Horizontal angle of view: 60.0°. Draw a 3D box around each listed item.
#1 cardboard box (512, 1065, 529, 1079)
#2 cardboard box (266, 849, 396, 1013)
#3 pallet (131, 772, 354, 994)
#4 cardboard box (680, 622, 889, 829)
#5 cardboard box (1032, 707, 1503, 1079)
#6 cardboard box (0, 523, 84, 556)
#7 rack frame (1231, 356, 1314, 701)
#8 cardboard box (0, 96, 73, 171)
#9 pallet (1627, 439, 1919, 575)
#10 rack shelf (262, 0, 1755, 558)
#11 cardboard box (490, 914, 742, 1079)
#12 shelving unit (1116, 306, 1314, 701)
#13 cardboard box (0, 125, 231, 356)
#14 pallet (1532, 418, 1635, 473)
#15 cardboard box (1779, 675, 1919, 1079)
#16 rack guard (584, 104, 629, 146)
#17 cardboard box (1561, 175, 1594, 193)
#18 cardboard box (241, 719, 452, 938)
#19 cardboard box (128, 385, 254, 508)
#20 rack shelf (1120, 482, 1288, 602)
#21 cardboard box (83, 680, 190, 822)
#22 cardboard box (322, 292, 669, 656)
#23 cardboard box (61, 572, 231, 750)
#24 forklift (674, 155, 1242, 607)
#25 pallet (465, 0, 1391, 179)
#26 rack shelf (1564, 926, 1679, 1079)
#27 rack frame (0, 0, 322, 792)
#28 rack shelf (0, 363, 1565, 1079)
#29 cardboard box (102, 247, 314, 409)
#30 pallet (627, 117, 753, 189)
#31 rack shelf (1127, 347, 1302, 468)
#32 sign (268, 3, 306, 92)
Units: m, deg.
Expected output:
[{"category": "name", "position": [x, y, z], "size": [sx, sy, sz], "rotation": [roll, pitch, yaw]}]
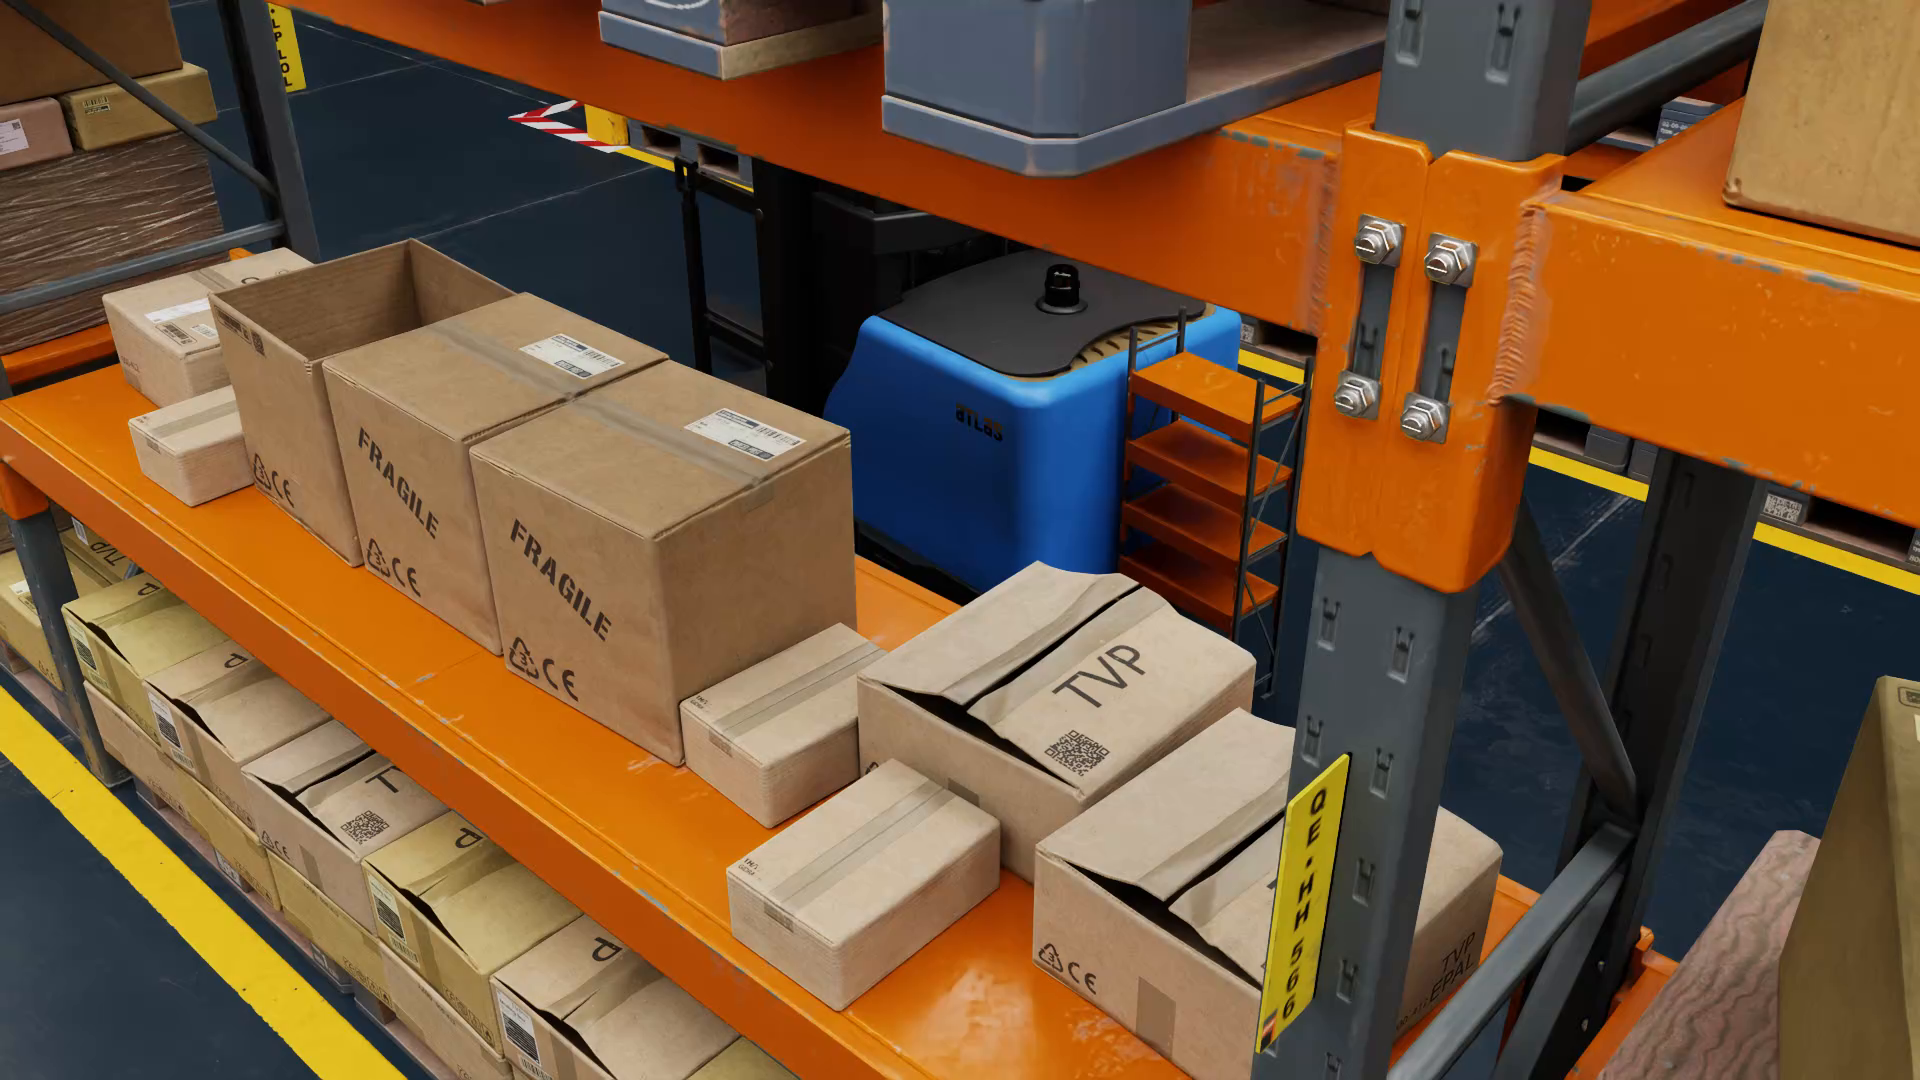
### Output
[{"category": "cardboard box", "position": [-0.607, 1.199, 3.608], "size": [0.500, 0.250, 0.500], "rotation": [26, 40, 36]}, {"category": "cardboard box", "position": [-1.366, 0.846, 4.195], "size": [0.500, 0.250, 0.500], "rotation": [24, 38, 34]}, {"category": "pallet", "position": [-1.691, 0.693, 4.895], "size": [1.213, 0.211, 1.003], "rotation": [25, 39, 35]}, {"category": "cardboard box", "position": [-0.281, 0.330, 3.037], "size": [0.380, 0.149, 0.250], "rotation": [-26, 40, -36]}, {"category": "cardboard box", "position": [0.462, 0.538, 2.535], "size": [0.500, 0.311, 0.500], "rotation": [-27, 40, -37]}, {"category": "cardboard box", "position": [-3.118, 0.002, 5.597], "size": [0.500, 0.250, 0.500], "rotation": [25, 39, 35]}, {"category": "rack frame", "position": [0.928, 0.026, 5.043], "size": [0.240, 1.200, 0.015], "rotation": [-25, 39, -35]}, {"category": "cardboard box", "position": [-2.608, -1.075, 4.401], "size": [0.250, 0.149, 0.380], "rotation": [25, 39, 35]}, {"category": "pallet", "position": [3.446, -0.330, 6.593], "size": [1.213, 0.211, 1.003], "rotation": [25, 39, 35]}, {"category": "rack shelf", "position": [-0.780, -1.027, 2.836], "size": [4.000, 0.370, 1.077], "rotation": [25, 39, 35]}, {"category": "cardboard box", "position": [-0.613, 0.960, 3.462], "size": [0.500, 0.311, 0.500], "rotation": [25, 39, 35]}, {"category": "shelving unit", "position": [0.766, -0.068, 5.199], "size": [0.258, 1.200, 0.503], "rotation": [-25, 39, -35]}, {"category": "cardboard box", "position": [-2.596, -0.936, 4.800], "size": [0.500, 0.500, 0.700], "rotation": [24, 38, 34]}, {"category": "pallet", "position": [2.545, -0.752, 7.294], "size": [1.213, 0.211, 1.003], "rotation": [25, 39, 35]}, {"category": "cardboard box", "position": [1.245, 0.594, 1.850], "size": [0.500, 0.500, 0.700], "rotation": [12, 33, 19]}, {"category": "rack guard", "position": [-1.851, -2.925, 10.624], "size": [0.348, 0.500, 1.175], "rotation": [25, 39, 35]}, {"category": "cardboard box", "position": [2.690, -1.319, 6.802], "size": [0.500, 0.250, 0.500], "rotation": [25, 39, 35]}, {"category": "cardboard box", "position": [-1.372, 0.608, 4.047], "size": [0.500, 0.311, 0.500], "rotation": [24, 38, 34]}, {"category": "cardboard box", "position": [-1.743, -0.250, 4.000], "size": [0.250, 0.149, 0.380], "rotation": [25, 39, 35]}, {"category": "rack shelf", "position": [0.766, -0.010, 5.234], "size": [0.258, 0.148, 0.480], "rotation": [-25, 39, -35]}, {"category": "cardboard box", "position": [-2.130, 0.490, 4.786], "size": [0.500, 0.250, 0.500], "rotation": [24, 38, 34]}, {"category": "cardboard box", "position": [-0.943, -0.157, 3.506], "size": [0.500, 0.500, 0.500], "rotation": [25, 39, 35]}, {"category": "cardboard box", "position": [-2.124, 0.254, 4.635], "size": [0.500, 0.311, 0.500], "rotation": [25, 39, 35]}, {"category": "forklift", "position": [-0.416, -1.496, 5.893], "size": [1.130, 2.935, 3.031], "rotation": [-25, 39, -35]}, {"category": "pallet", "position": [0.139, -0.763, 1.883], "size": [1.003, 0.211, 1.213], "rotation": [27, 40, 37]}, {"category": "rack shelf", "position": [2.186, 1.643, 1.310], "size": [4.000, 0.370, 1.077], "rotation": [25, 39, 35]}, {"category": "rack frame", "position": [-2.263, -0.742, 4.574], "size": [0.127, 3.000, 1.000], "rotation": [25, 39, 35]}, {"category": "rack shelf", "position": [-0.780, 0.258, 3.610], "size": [4.000, 0.370, 1.077], "rotation": [25, 39, 35]}, {"category": "cardboard box", "position": [-1.869, -0.524, 4.358], "size": [0.500, 0.250, 0.500], "rotation": [-27, 40, -37]}, {"category": "pallet", "position": [-1.273, -2.506, 10.209], "size": [1.213, 0.211, 1.003], "rotation": [25, 39, 35]}, {"category": "rack shelf", "position": [0.766, -0.404, 4.997], "size": [0.258, 0.148, 0.480], "rotation": [-25, 39, -35]}, {"category": "sign", "position": [-1.906, -1.415, 4.646], "size": [0.005, 0.325, 0.100], "rotation": [25, 39, 35]}]
